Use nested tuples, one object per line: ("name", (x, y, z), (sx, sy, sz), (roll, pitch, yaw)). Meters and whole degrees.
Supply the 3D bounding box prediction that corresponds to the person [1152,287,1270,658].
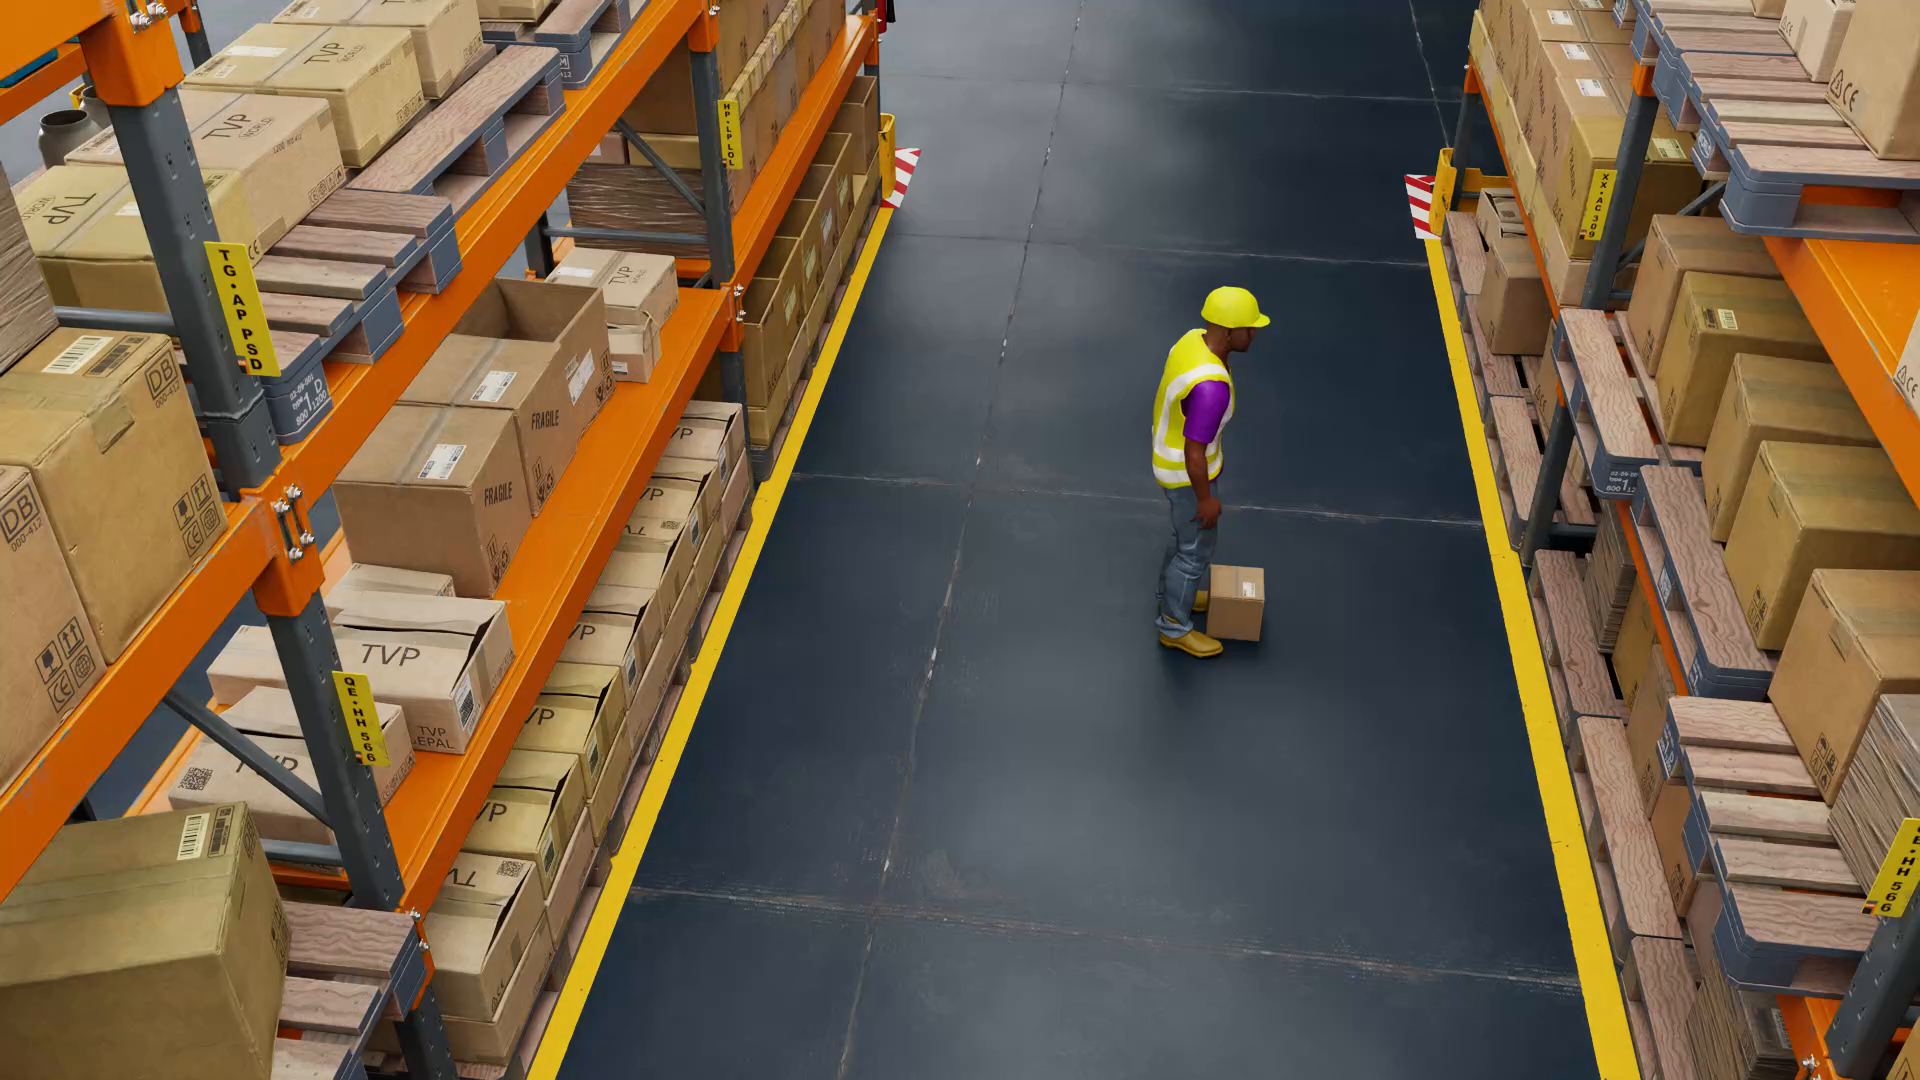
("person", (1.085, -0.332, 7.484), (0.458, 1.759, 0.634), (3, 36, 4))
